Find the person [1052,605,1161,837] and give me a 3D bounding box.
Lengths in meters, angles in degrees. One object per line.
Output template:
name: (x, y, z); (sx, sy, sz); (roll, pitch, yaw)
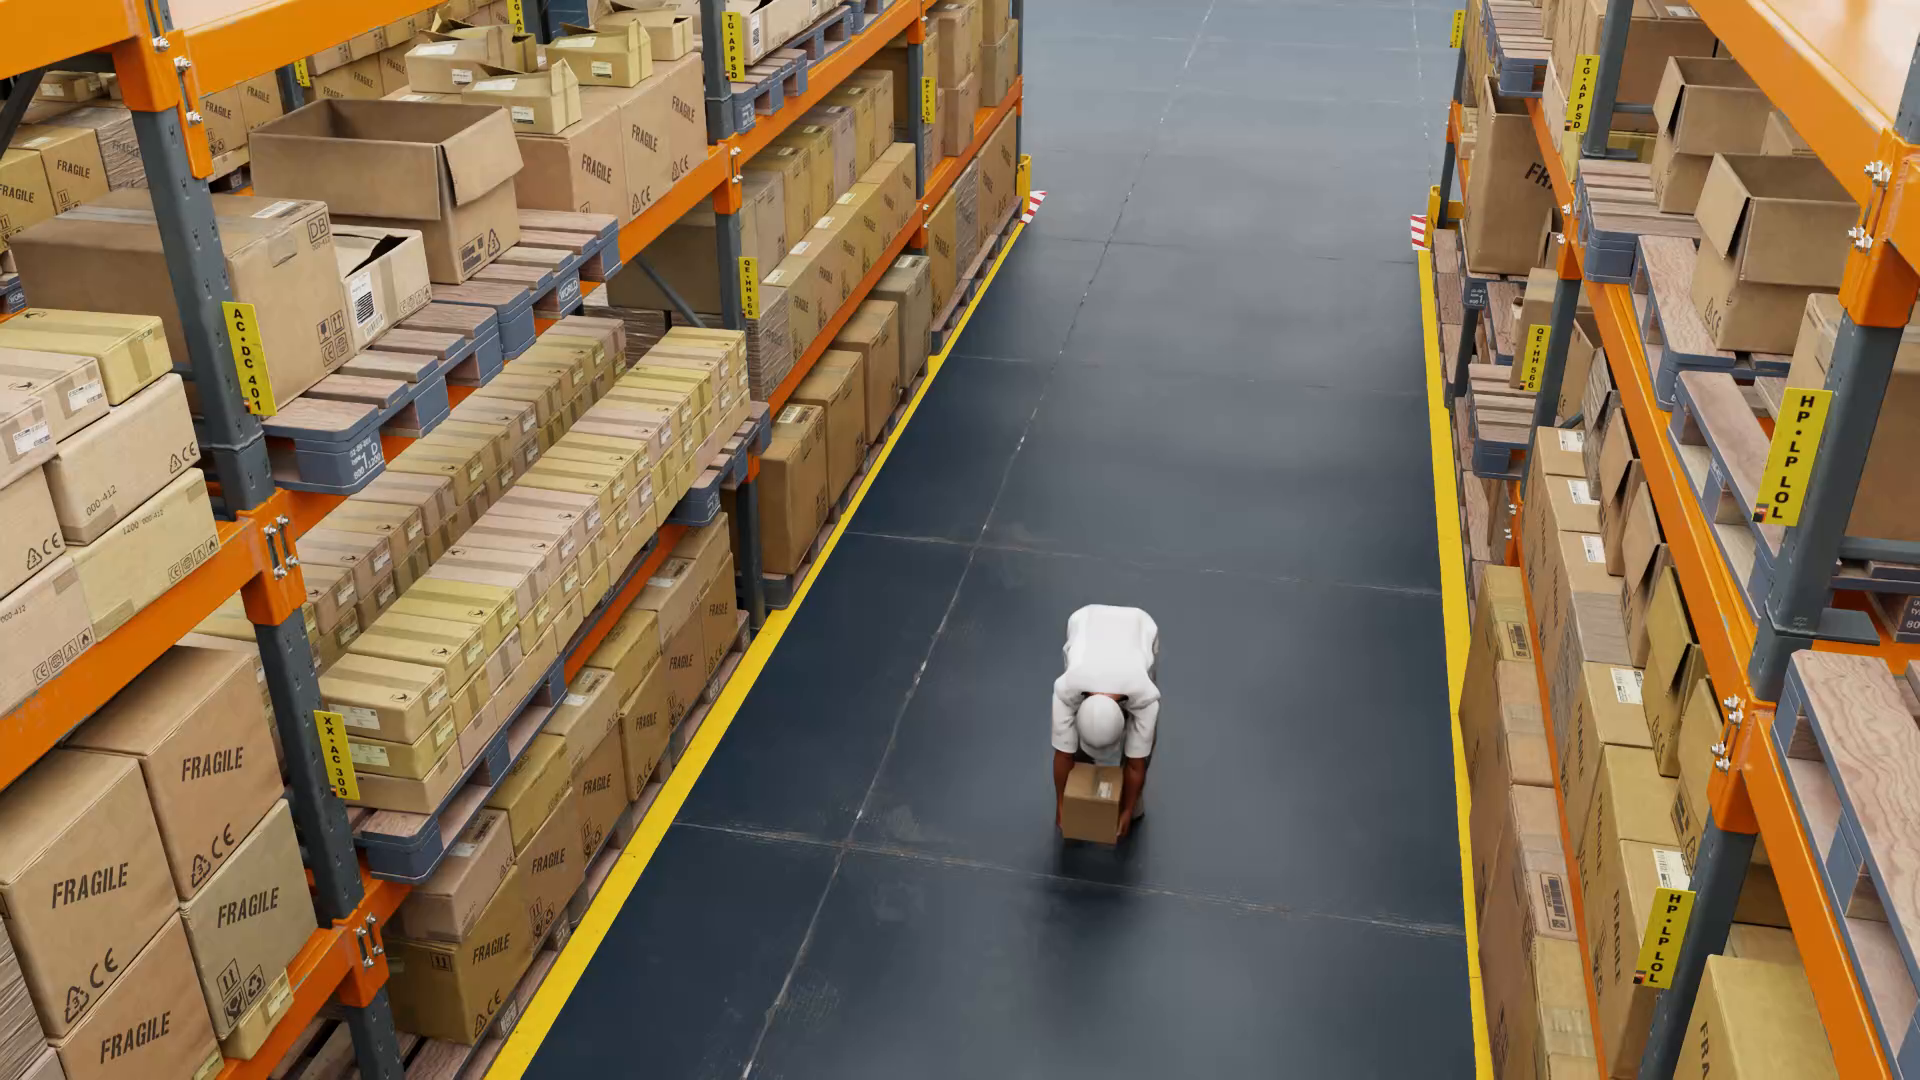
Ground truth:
person: (0.674, 0.902, 7.682); (0.483, 1.053, 0.982); (5, 29, 8)
